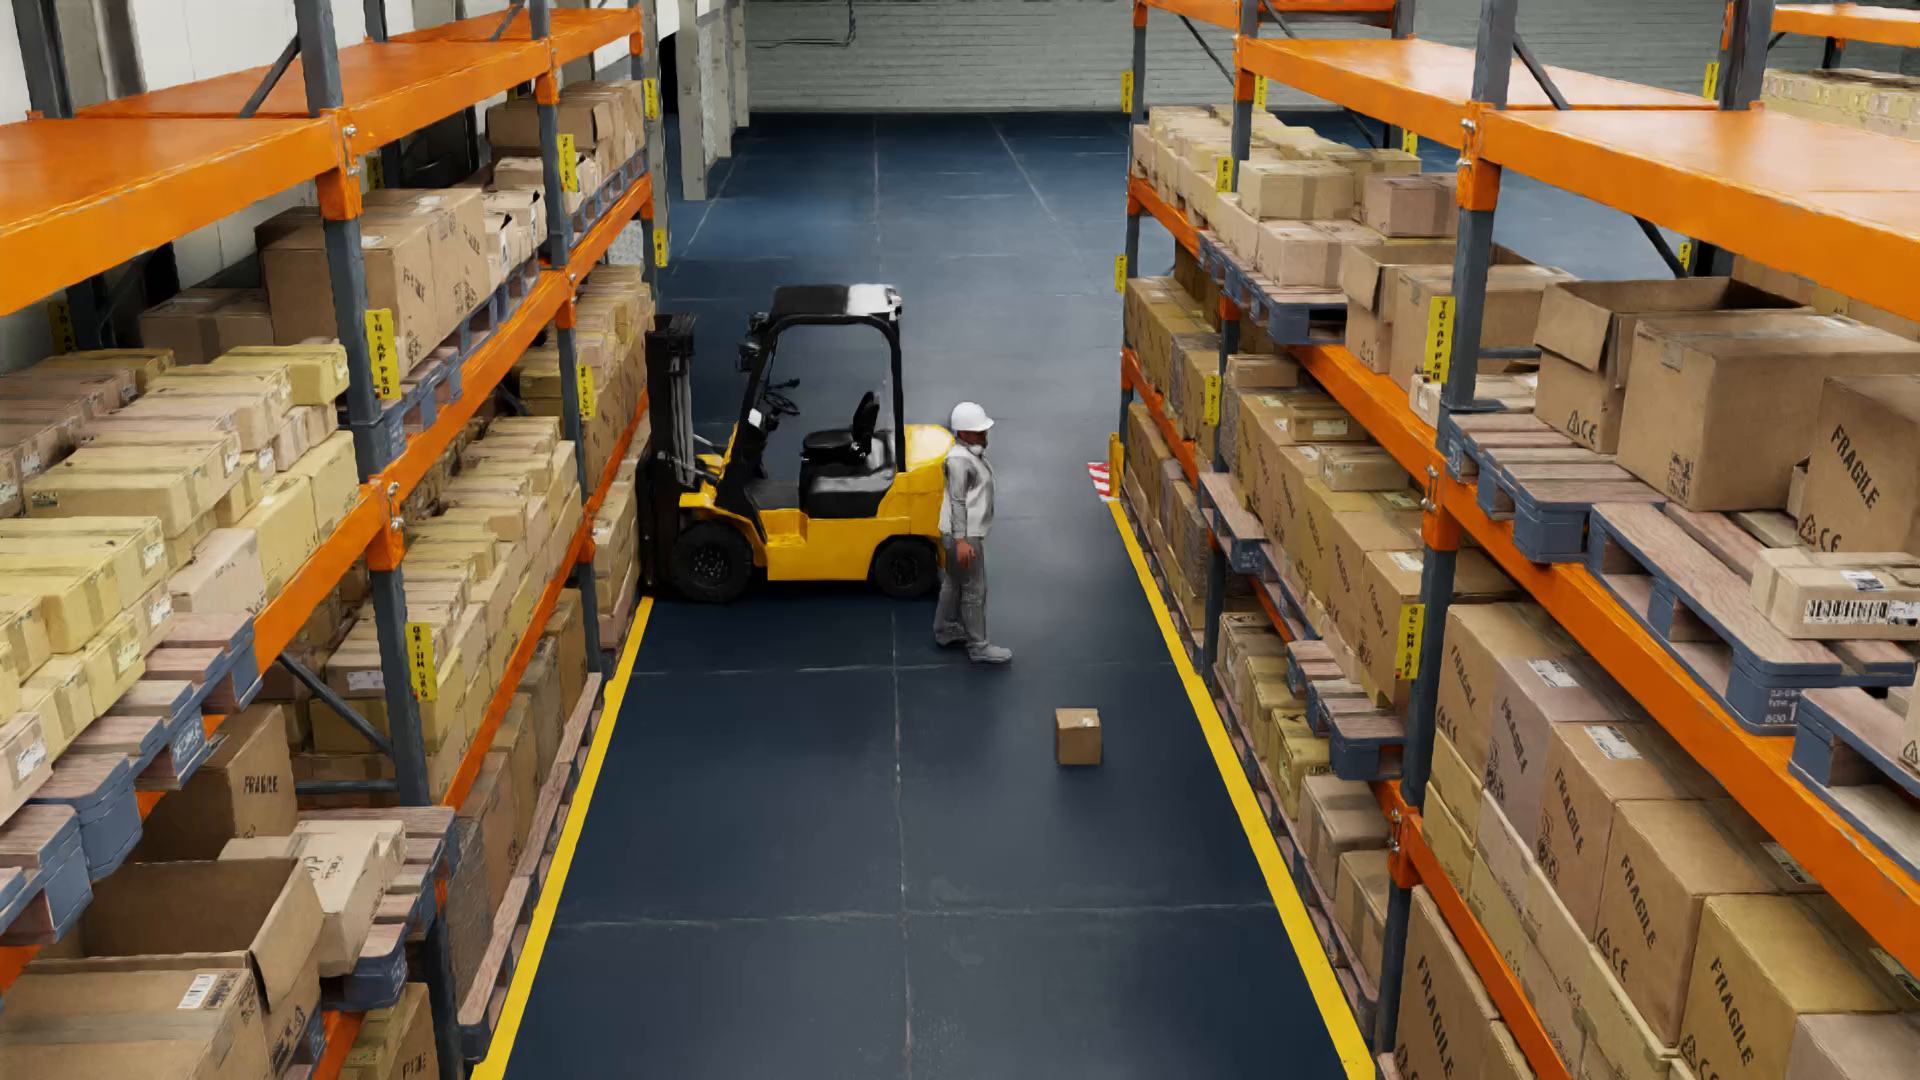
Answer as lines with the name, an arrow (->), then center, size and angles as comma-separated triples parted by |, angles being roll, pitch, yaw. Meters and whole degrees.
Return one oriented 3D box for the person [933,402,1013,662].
person -> 0.088, -0.063, 11.138 | 0.575, 1.770, 0.648 | 2, 20, 5
